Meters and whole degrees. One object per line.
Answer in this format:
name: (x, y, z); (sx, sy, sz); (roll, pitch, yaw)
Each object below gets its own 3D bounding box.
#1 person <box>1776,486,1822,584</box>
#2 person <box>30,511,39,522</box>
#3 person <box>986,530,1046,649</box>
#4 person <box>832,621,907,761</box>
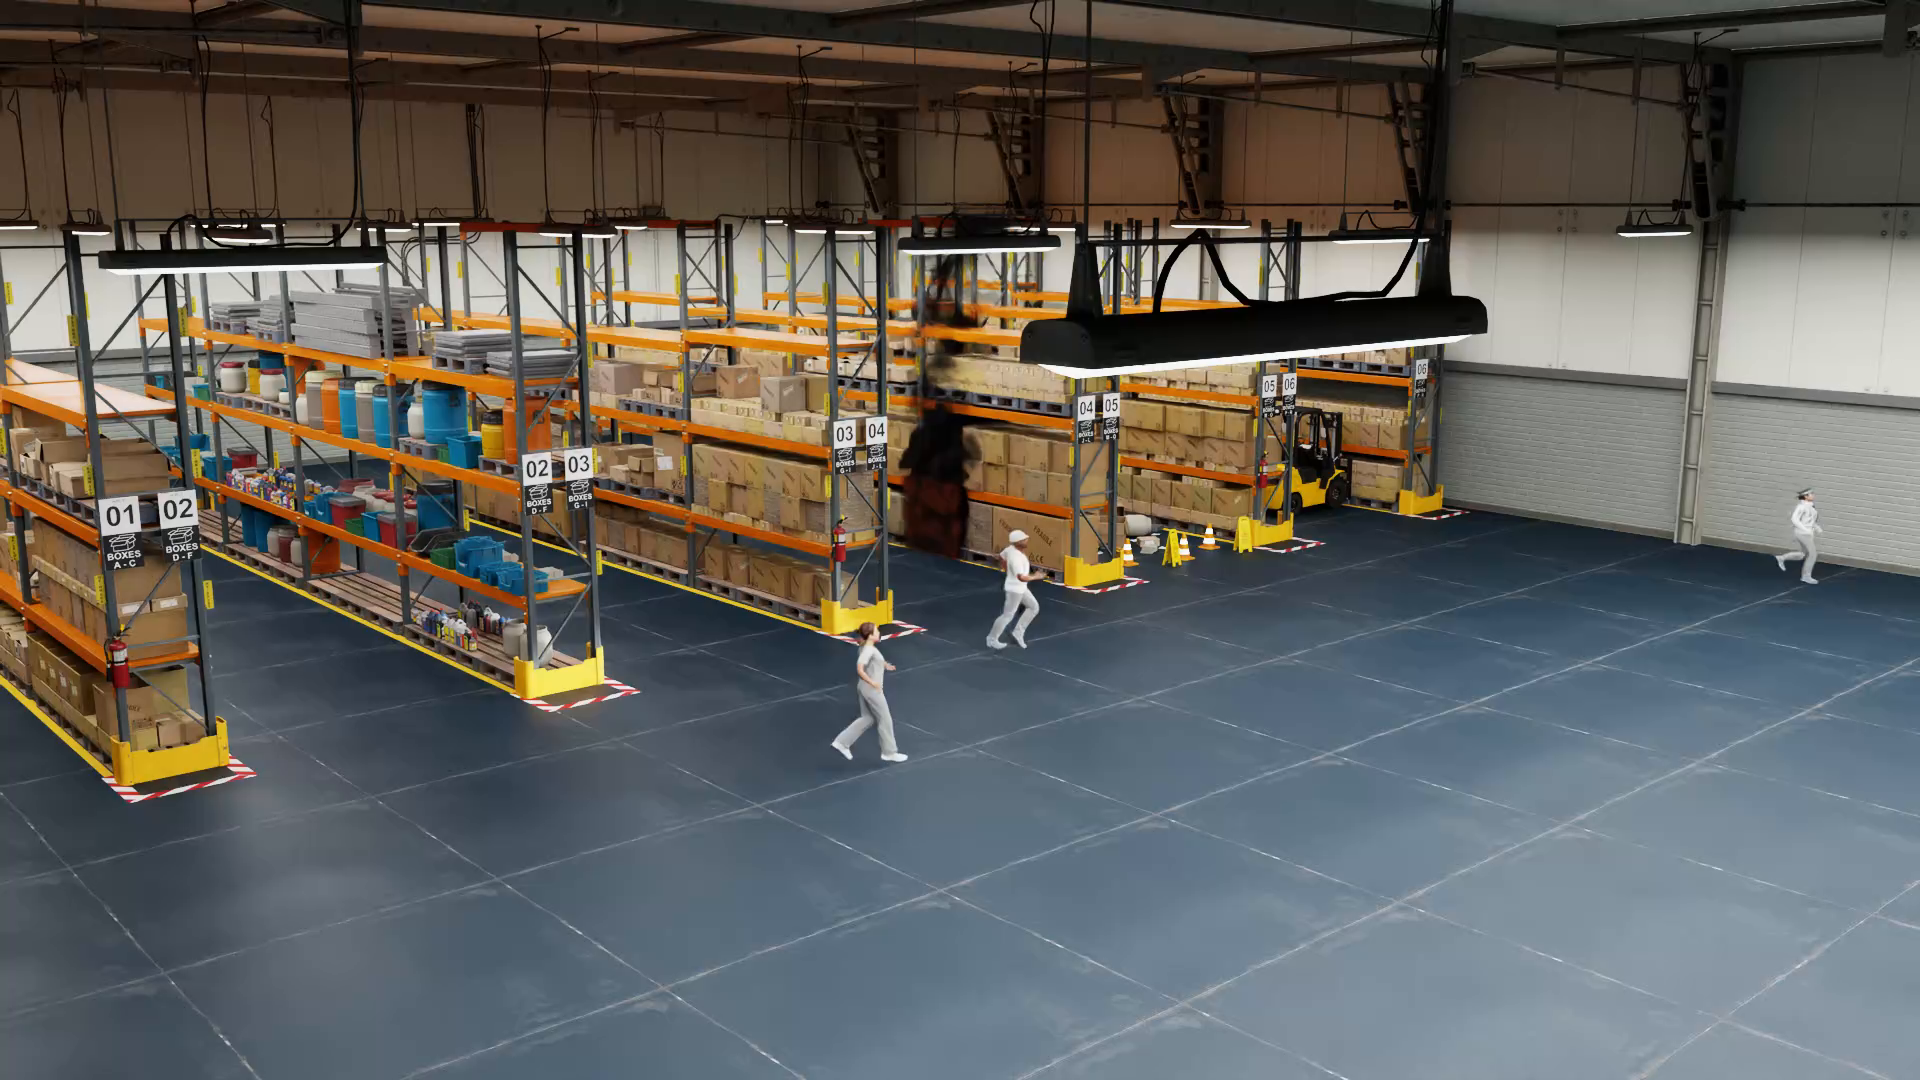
person: (14.287, -0.103, 28.242); (0.686, 1.677, 0.618); (8, 14, 33)
person: (-17.204, -0.688, 30.820); (0.860, 1.752, 0.675); (10, 15, 40)
person: (0.811, 0.714, 23.847); (0.858, 1.761, 0.719); (1, 11, 4)
person: (-1.030, 1.738, 18.949); (0.874, 1.667, 0.569); (-3, 12, -16)
